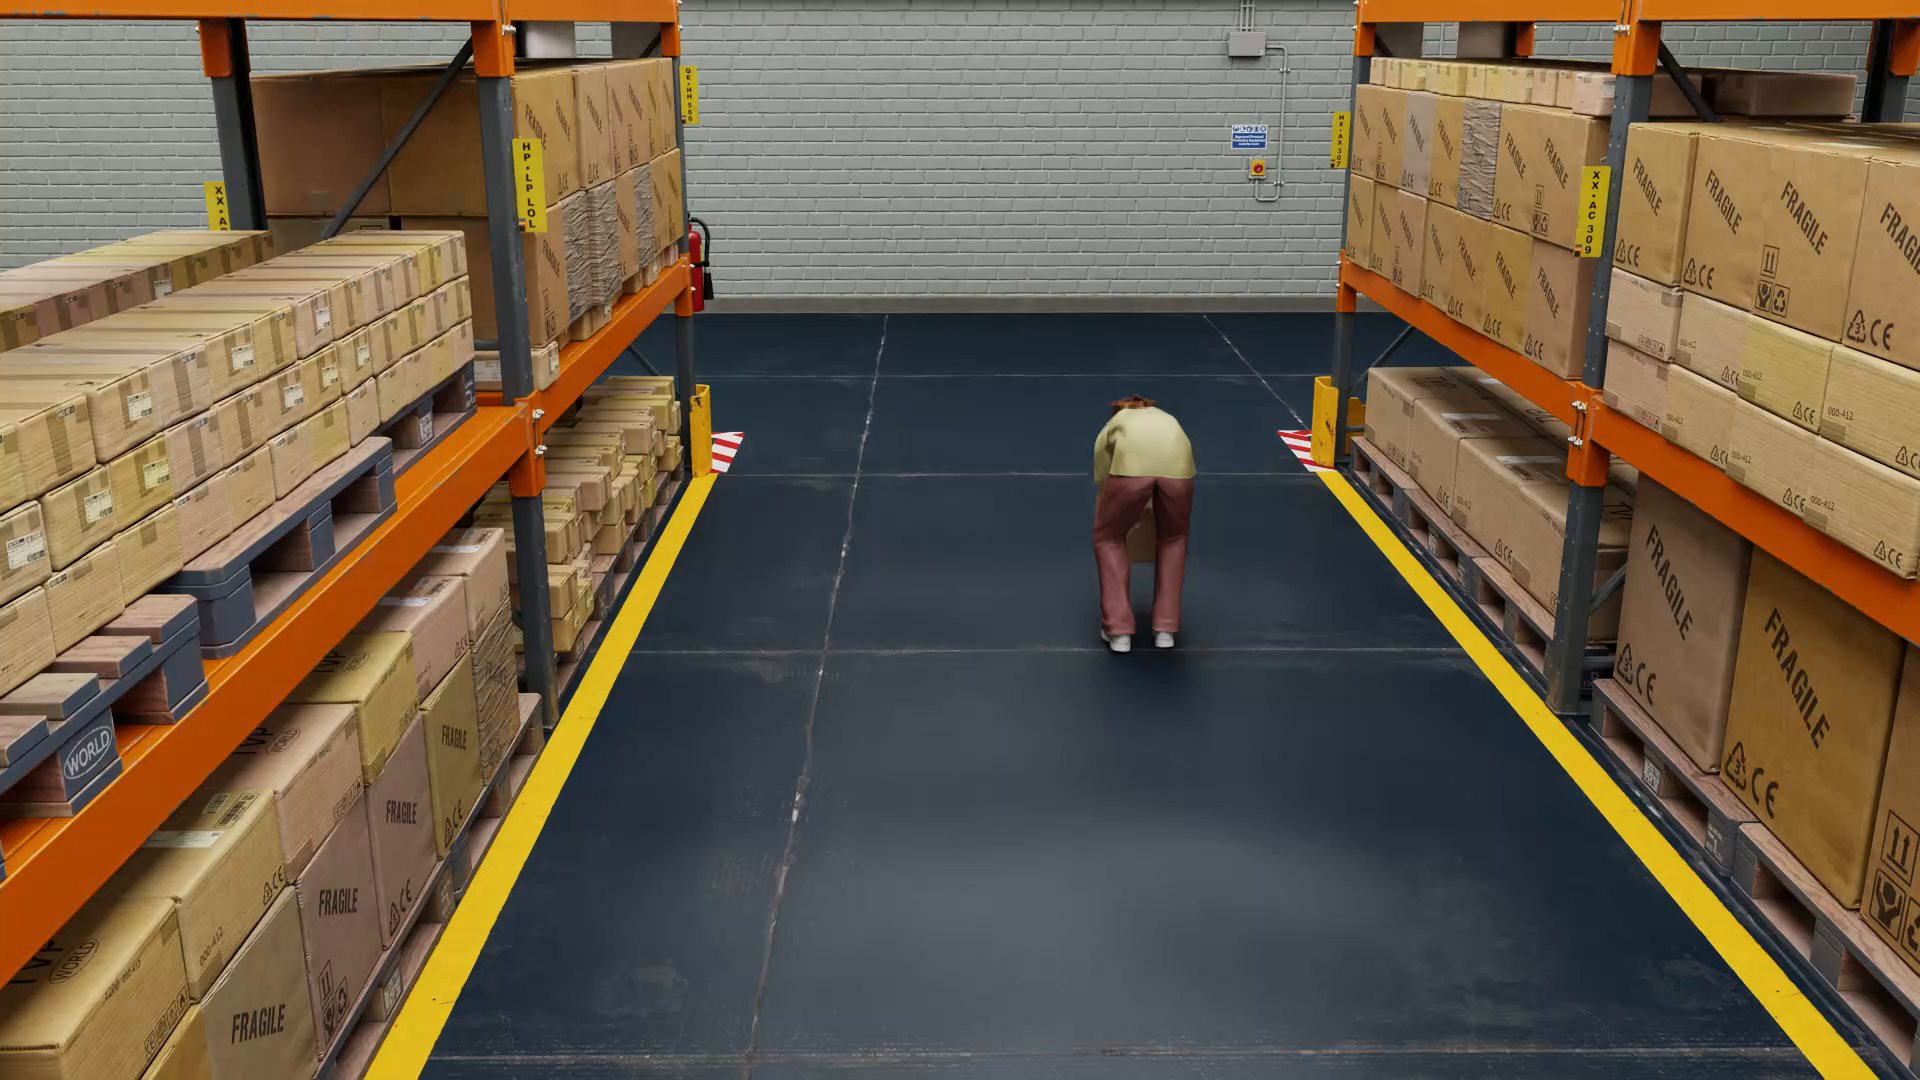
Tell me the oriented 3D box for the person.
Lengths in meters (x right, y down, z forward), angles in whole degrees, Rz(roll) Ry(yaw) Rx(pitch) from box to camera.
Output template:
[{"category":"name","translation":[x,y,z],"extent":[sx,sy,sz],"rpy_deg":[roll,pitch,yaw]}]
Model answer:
[{"category":"person","translation":[0.796,-0.103,7.437],"extent":[0.428,1.051,0.872],"rpy_deg":[-1,17,-3]}]
